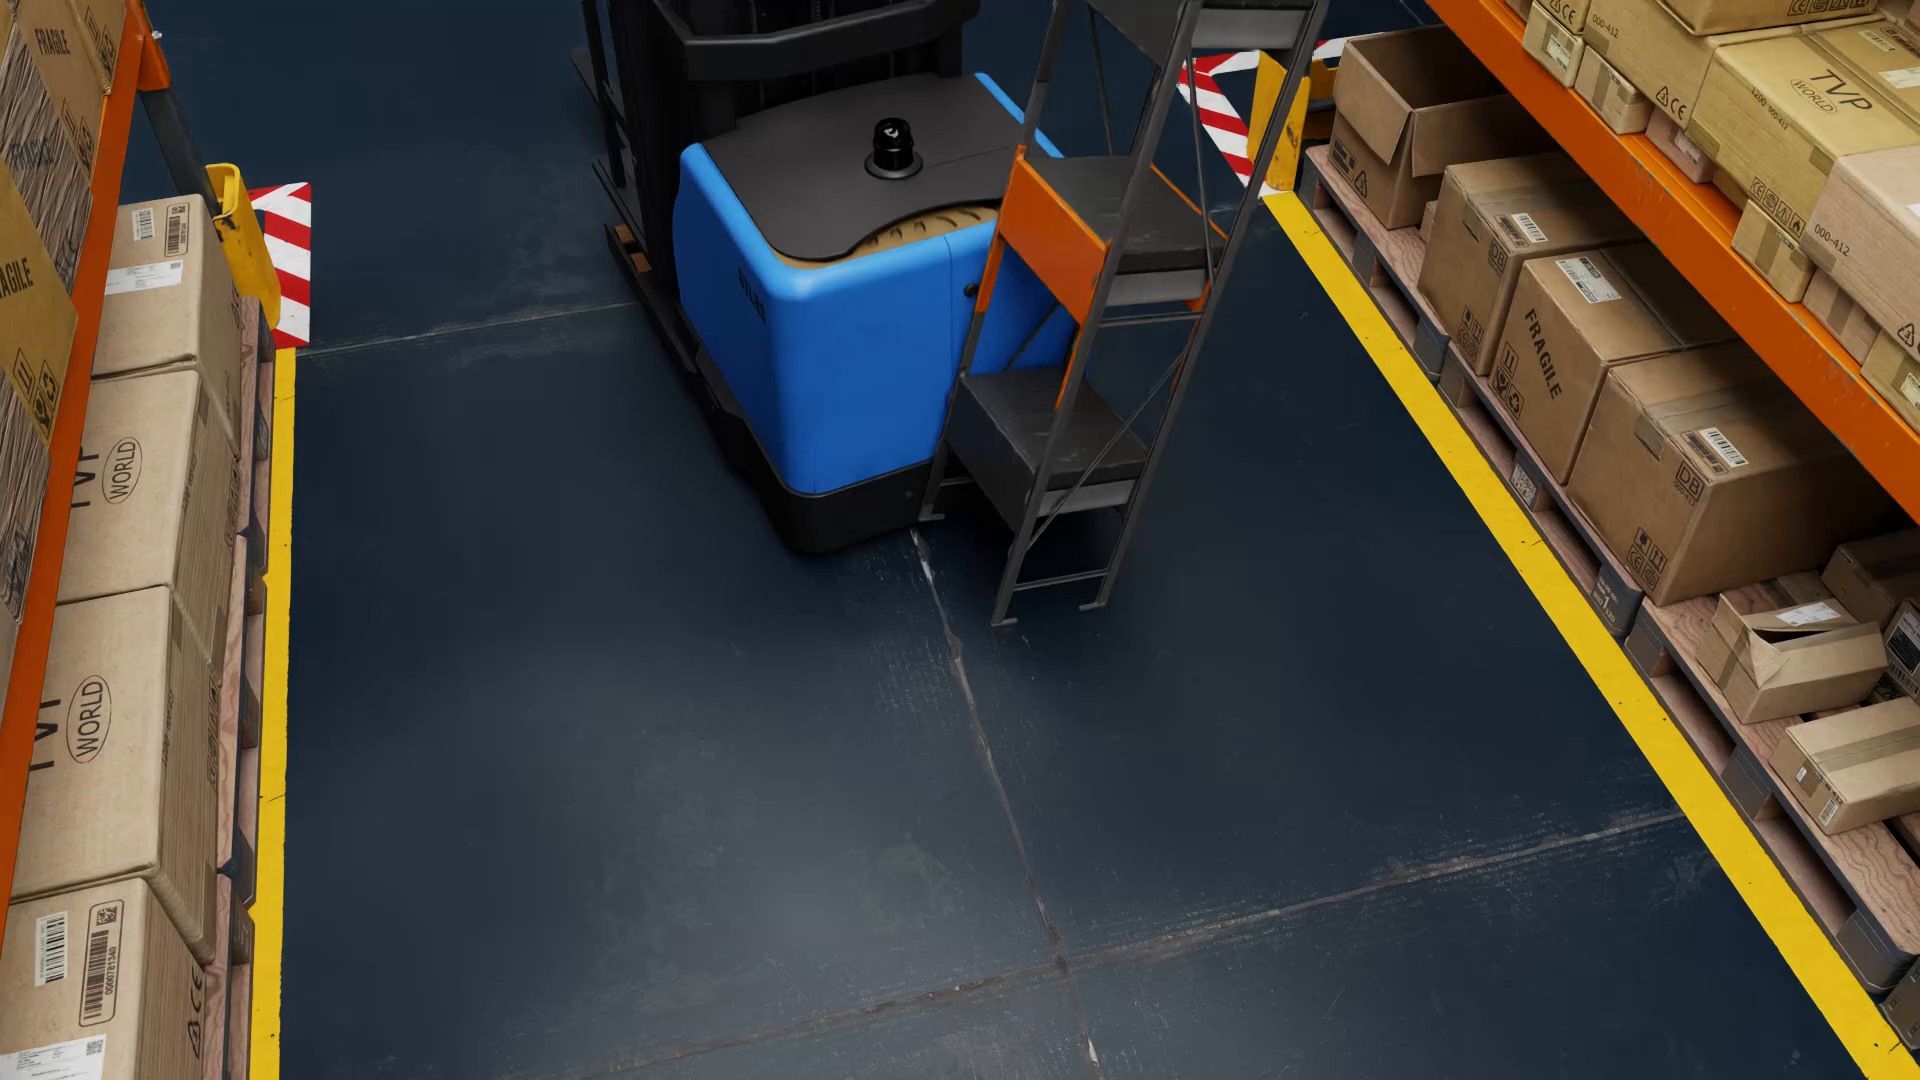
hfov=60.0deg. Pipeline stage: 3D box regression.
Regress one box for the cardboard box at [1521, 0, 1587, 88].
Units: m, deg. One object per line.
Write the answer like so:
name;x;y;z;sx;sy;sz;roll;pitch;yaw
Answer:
cardboard box;1.845;-1.440;4.736;0.380;0.149;0.250;-12;47;-11

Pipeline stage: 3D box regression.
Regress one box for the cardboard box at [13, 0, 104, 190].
cardboard box;-2.560;-1.194;4.250;0.500;0.500;0.500;-12;47;-11

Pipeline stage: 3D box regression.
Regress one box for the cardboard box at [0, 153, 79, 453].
cardboard box;-2.274;-0.487;3.557;0.500;0.500;0.500;-9;46;-9

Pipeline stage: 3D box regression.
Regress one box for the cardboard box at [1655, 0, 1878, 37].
cardboard box;1.984;-1.619;4.108;0.500;0.500;0.500;-10;46;-9

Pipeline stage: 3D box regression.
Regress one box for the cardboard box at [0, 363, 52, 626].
cardboard box;-2.142;-0.131;3.208;0.500;0.500;0.500;-10;47;-10

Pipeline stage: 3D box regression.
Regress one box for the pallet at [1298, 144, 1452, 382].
pallet;1.969;-1.124;6.204;1.003;0.211;1.213;-11;47;-10

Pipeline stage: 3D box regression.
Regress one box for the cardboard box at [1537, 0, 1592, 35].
cardboard box;1.862;-1.695;4.707;0.500;0.250;0.500;-12;47;-11

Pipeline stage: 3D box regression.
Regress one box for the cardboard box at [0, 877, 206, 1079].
cardboard box;-2.086;1.265;3.410;0.875;0.438;0.875;-11;47;-11

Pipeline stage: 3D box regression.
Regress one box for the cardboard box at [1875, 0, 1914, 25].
cardboard box;2.505;-1.426;4.444;0.500;0.250;0.500;-11;47;-10

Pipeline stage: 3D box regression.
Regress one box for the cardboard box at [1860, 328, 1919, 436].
cardboard box;2.265;-0.378;3.696;0.380;0.149;0.250;-10;46;-9

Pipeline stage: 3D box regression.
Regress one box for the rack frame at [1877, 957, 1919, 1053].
rack frame;2.768;0.059;3.092;1.000;3.000;0.127;-11;47;-10

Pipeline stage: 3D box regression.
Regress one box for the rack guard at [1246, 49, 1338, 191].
rack guard;1.764;-1.776;6.640;1.175;0.500;0.348;-11;47;-10

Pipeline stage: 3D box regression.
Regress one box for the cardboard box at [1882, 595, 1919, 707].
cardboard box;2.828;0.353;4.392;0.500;0.311;0.500;-9;46;-9

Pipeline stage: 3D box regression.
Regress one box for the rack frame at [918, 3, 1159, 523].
rack frame;0.275;-0.880;4.604;0.400;2.100;0.015;-9;45;-28

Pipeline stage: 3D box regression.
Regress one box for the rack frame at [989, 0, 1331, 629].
rack frame;0.492;-0.568;4.298;0.400;2.100;0.015;-9;45;-28

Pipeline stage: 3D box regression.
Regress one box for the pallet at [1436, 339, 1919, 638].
pallet;2.277;-0.284;5.380;1.003;0.211;1.213;-11;47;-10

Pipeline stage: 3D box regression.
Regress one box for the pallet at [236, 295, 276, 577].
pallet;-2.773;-0.279;5.376;1.003;0.211;1.213;-11;47;-10

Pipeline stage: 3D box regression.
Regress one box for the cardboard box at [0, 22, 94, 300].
cardboard box;-2.419;-0.841;3.904;0.500;0.500;0.500;-9;46;-9

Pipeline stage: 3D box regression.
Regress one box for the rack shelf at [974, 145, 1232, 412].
rack shelf;0.380;-0.714;4.459;0.431;0.518;0.480;-9;45;-28

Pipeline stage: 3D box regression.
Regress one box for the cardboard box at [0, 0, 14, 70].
cardboard box;-2.414;-1.191;3.547;0.500;0.500;0.500;-11;47;-11

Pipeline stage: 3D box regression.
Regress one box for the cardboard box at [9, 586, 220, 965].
cardboard box;-2.316;0.647;4.015;0.875;0.438;0.875;-12;47;-11

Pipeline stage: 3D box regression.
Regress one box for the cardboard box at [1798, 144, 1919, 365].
cardboard box;2.259;-0.643;3.677;0.500;0.250;0.500;-11;47;-10

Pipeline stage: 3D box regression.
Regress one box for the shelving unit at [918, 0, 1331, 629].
shelving unit;0.383;-0.724;4.451;0.431;2.100;0.503;-9;45;-28

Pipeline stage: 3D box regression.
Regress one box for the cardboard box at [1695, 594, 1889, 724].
cardboard box;2.250;0.291;4.485;0.396;0.266;0.258;-9;46;-9

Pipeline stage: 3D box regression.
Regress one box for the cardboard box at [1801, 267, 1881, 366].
cardboard box;2.224;-0.564;3.879;0.380;0.149;0.250;-10;46;-9

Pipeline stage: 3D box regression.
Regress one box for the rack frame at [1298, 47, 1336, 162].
rack frame;1.744;-2.703;5.799;1.000;3.000;0.127;-11;47;-10

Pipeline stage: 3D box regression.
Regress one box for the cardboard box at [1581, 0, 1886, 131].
cardboard box;2.014;-1.346;4.365;0.500;0.250;0.500;-12;47;-11

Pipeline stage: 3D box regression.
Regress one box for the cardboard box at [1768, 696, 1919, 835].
cardboard box;2.342;0.578;4.285;0.380;0.149;0.250;-12;47;-12

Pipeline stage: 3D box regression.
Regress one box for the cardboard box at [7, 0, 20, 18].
cardboard box;-2.537;-1.533;3.882;0.500;0.500;0.500;-11;47;-10

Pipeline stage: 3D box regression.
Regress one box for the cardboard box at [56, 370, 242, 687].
cardboard box;-2.545;0.025;4.626;0.875;0.438;0.875;-10;46;-9

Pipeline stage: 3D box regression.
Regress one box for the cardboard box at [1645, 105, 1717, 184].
cardboard box;2.065;-1.096;4.400;0.380;0.149;0.250;-11;47;-10

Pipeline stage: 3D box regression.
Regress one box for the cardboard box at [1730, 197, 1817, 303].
cardboard box;2.131;-0.736;4.047;0.380;0.149;0.250;-11;47;-11

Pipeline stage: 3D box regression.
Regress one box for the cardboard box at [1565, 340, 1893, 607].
cardboard box;2.256;-0.222;4.823;0.700;0.500;0.500;-12;47;-12

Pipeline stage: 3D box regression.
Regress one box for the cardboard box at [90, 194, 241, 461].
cardboard box;-2.788;-0.606;5.243;0.875;0.438;0.875;-12;47;-12

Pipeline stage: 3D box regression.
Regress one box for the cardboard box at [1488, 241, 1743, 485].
cardboard box;2.029;-0.555;5.150;0.500;0.500;0.500;-10;46;-10

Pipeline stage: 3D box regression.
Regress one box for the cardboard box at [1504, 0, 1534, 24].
cardboard box;1.853;-1.628;4.921;0.380;0.149;0.250;-10;46;-10

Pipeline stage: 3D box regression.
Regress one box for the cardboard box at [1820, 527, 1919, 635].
cardboard box;2.716;0.111;4.743;0.380;0.149;0.250;-11;47;-11

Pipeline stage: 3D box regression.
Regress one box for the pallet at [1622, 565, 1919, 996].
pallet;2.593;0.560;4.553;1.003;0.211;1.213;-11;47;-10

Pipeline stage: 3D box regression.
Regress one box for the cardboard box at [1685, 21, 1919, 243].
cardboard box;2.145;-0.990;4.017;0.500;0.250;0.500;-11;47;-11

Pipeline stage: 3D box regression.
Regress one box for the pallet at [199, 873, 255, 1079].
pallet;-2.148;1.405;3.725;1.003;0.211;1.213;-11;47;-10

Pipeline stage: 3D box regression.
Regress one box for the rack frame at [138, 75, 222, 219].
rack frame;-3.053;-1.793;4.907;1.000;3.000;0.127;-11;47;-10

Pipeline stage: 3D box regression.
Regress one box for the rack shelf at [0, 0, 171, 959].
rack shelf;-2.541;-0.160;3.811;1.077;0.370;4.000;-11;47;-10

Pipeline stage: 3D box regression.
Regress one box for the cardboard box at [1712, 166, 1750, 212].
cardboard box;2.173;-0.934;4.241;0.380;0.149;0.250;-10;46;-10

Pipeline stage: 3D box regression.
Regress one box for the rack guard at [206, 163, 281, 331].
rack guard;-3.059;-0.935;5.816;1.175;0.500;0.348;-11;47;-10

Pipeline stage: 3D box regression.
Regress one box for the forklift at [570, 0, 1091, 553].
forklift;-0.670;-2.047;5.204;1.130;2.935;3.031;-19;49;-18

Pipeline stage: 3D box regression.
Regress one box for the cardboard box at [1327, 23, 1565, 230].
cardboard box;1.809;-1.537;6.110;0.797;0.503;0.637;-12;47;-12

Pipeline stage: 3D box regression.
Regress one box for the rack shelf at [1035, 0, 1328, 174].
rack shelf;0.533;-1.243;4.028;0.431;0.518;0.480;-9;45;-28

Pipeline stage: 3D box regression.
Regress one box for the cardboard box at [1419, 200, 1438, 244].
cardboard box;1.880;-1.112;5.942;0.380;0.149;0.250;-12;47;-12

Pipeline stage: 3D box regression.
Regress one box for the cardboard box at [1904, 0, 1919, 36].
cardboard box;2.644;-1.332;3.827;0.500;0.500;0.500;-12;47;-11

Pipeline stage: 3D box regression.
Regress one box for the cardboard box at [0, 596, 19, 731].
cardboard box;-2.021;0.214;2.870;0.500;0.500;0.500;-10;47;-10

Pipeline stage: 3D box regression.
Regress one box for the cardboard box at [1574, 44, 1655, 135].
cardboard box;1.932;-1.261;4.562;0.380;0.149;0.250;-10;46;-9

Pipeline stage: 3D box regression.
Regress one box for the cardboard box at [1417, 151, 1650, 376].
cardboard box;1.990;-0.938;5.525;0.700;0.500;0.500;-9;46;-9

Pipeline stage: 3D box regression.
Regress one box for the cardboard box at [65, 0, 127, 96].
cardboard box;-2.674;-1.543;4.592;0.500;0.500;0.500;-10;47;-10

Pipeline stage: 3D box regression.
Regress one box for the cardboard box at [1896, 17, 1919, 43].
cardboard box;2.637;-1.086;4.111;0.500;0.250;0.500;-10;46;-9

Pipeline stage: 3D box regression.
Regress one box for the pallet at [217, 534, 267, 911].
pallet;-2.464;0.562;4.552;1.003;0.211;1.213;-11;47;-10

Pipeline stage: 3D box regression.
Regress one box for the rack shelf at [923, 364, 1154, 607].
rack shelf;0.227;-0.184;4.891;0.431;0.518;0.480;-9;45;-28
